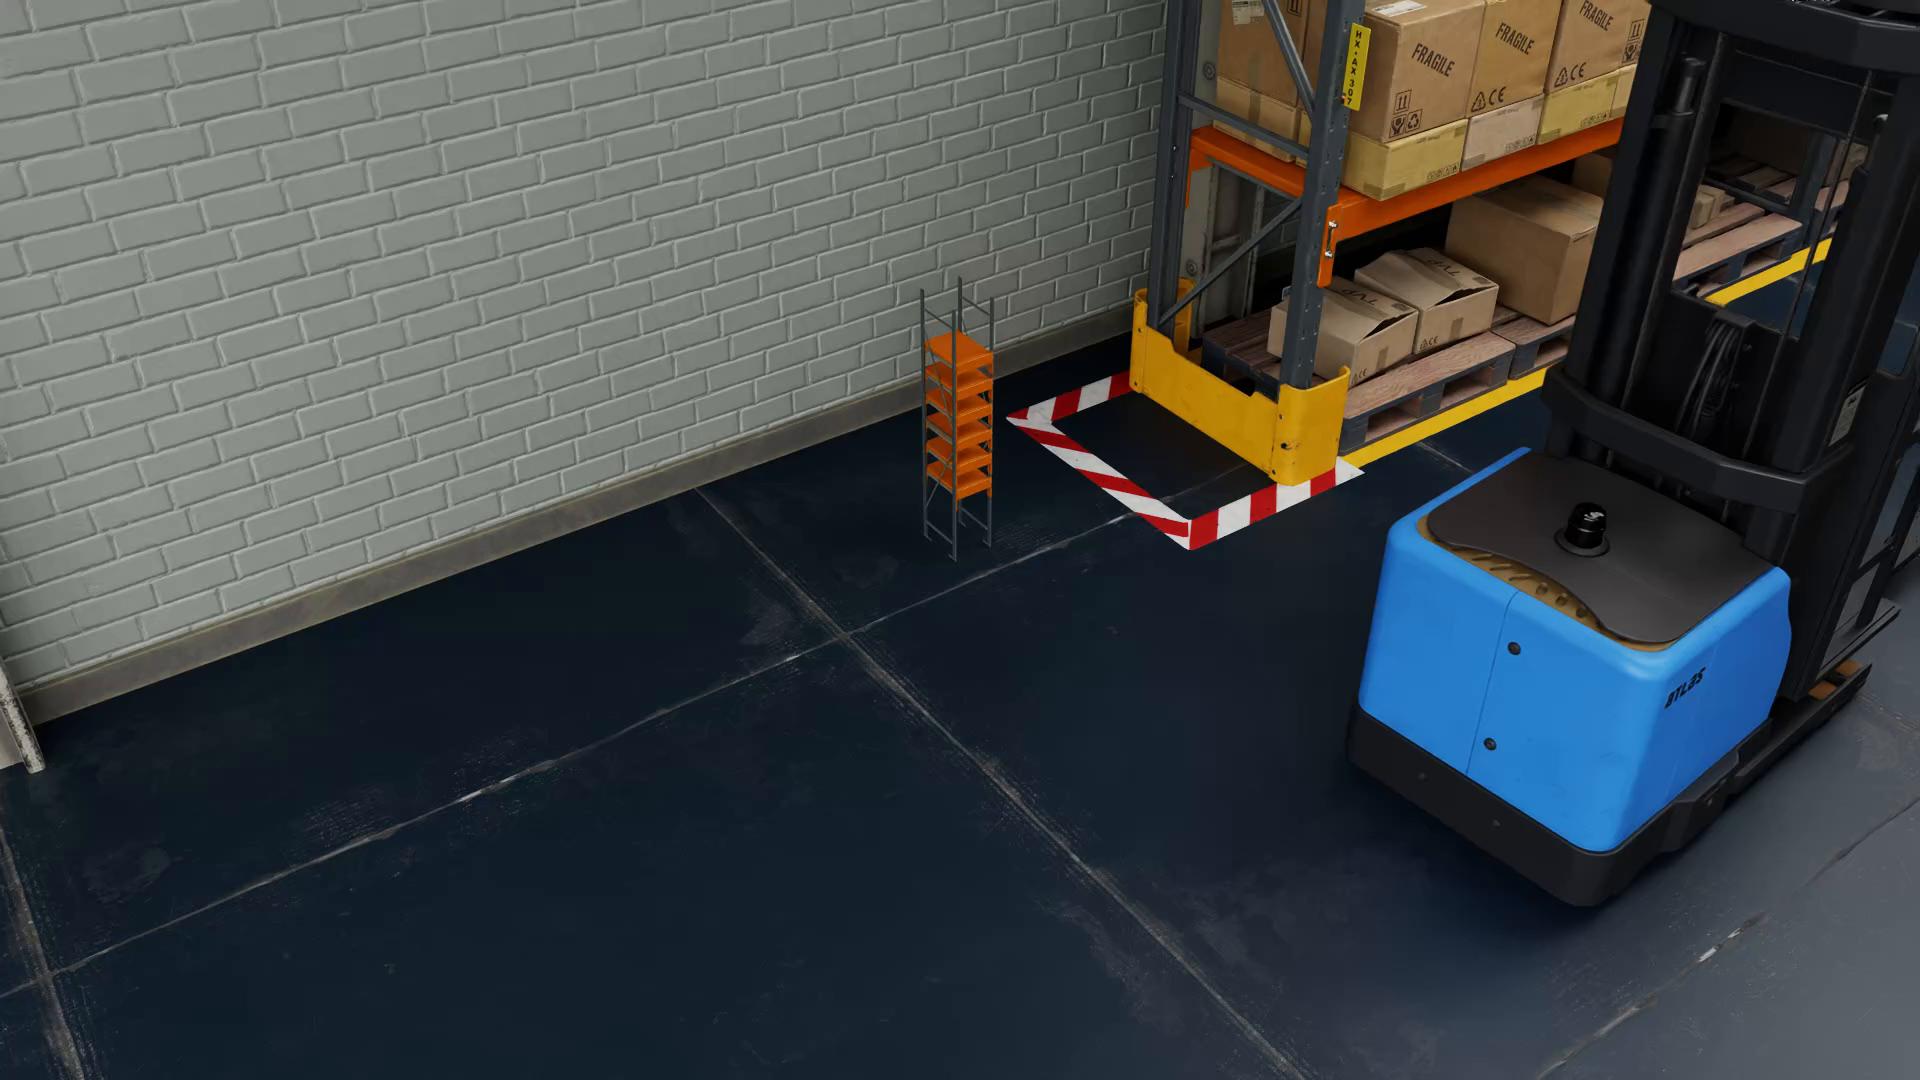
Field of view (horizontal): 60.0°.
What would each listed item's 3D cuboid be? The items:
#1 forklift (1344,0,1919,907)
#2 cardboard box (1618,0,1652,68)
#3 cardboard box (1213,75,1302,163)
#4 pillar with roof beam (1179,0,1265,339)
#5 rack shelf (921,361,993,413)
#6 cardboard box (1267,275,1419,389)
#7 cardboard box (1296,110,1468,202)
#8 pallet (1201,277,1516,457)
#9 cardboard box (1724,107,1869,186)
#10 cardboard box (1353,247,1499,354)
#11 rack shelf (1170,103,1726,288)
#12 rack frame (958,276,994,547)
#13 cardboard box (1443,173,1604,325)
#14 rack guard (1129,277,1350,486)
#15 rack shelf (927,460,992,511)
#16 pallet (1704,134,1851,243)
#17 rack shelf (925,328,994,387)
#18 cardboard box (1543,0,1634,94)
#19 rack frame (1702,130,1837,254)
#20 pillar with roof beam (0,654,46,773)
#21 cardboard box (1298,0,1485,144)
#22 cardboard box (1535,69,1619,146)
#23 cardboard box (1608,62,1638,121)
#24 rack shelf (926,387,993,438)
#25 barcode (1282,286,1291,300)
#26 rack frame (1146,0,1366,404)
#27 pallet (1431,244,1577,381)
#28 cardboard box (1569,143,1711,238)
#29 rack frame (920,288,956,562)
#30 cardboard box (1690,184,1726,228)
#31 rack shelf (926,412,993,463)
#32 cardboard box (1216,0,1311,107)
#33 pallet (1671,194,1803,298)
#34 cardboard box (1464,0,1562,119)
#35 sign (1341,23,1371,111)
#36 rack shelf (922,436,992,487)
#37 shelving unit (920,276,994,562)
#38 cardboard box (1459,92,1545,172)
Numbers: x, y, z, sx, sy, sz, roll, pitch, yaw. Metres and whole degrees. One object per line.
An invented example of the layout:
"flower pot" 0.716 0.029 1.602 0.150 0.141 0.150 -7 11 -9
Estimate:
"forklift" 2.851 -0.709 5.725 3.031 2.935 1.130 -26 43 -32
"cardboard box" 3.049 -2.540 7.682 0.500 0.500 0.500 -21 41 -27
"cardboard box" 1.505 -1.957 7.513 0.500 0.250 0.500 -22 41 -27
"pillar with roof beam" 3.789 -2.789 3.421 0.400 9.000 9.100 -22 41 -28
"rack shelf" -0.012 -0.641 6.779 0.180 0.103 0.258 -22 41 -28
"cardboard box" 1.852 -1.037 8.049 0.500 0.311 0.500 -28 44 -33
"cardboard box" 1.817 -1.720 7.184 0.500 0.250 0.500 -24 42 -29
"pallet" 1.981 -0.910 8.334 1.213 0.211 1.003 -22 41 -28
"cardboard box" 5.097 -2.525 9.956 0.500 0.500 0.700 -21 41 -26
"cardboard box" 2.318 -1.229 8.315 0.500 0.311 0.500 -19 40 -24
"rack shelf" 2.870 -2.141 8.274 4.000 0.370 1.077 -22 41 -28
"rack frame" 0.063 -0.513 6.936 0.006 1.200 0.240 -22 41 -28
"cardboard box" 2.947 -1.528 8.570 0.500 0.500 0.700 -25 43 -31
"rack guard" 1.297 -0.771 7.894 0.348 0.500 1.175 -22 41 -28
"rack shelf" -0.012 -0.251 7.059 0.180 0.103 0.258 -22 41 -28
"pallet" 5.140 -2.236 10.178 1.213 0.211 1.003 -22 41 -28
"rack shelf" -0.012 -0.738 6.709 0.180 0.103 0.258 -22 41 -28
"cardboard box" 2.634 -2.361 7.433 0.500 0.500 0.500 -24 42 -29
"rack frame" 4.504 -3.106 8.999 0.127 3.000 1.000 -22 41 -28
"pillar with roof beam" -1.116 -0.771 0.615 0.400 9.000 9.100 -22 41 -28
"cardboard box" 1.798 -2.029 6.971 0.500 0.500 0.500 -22 41 -28
"cardboard box" 2.653 -2.070 7.670 0.500 0.250 0.500 -23 42 -29
"cardboard box" 3.067 -2.239 7.905 0.500 0.250 0.500 -22 41 -27
"rack shelf" -0.012 -0.544 6.849 0.180 0.103 0.258 -22 41 -28
"barcode" 1.637 -1.238 8.320 0.075 0.075 0.001 -22 41 -28
"rack frame" 1.235 -1.760 7.128 0.127 3.000 1.000 -22 41 -28
"pallet" 2.978 -1.318 8.902 1.213 0.211 1.003 -22 41 -28
"cardboard box" 3.679 -1.901 9.088 0.500 0.500 0.500 -26 43 -31
"rack frame" -0.087 -0.451 6.850 0.006 1.200 0.240 -22 41 -28
"cardboard box" 4.084 -1.940 9.428 0.250 0.166 0.380 -28 44 -33
"rack shelf" -0.012 -0.446 6.919 0.180 0.103 0.258 -22 41 -28
"cardboard box" 1.498 -2.272 7.309 0.500 0.500 0.500 -23 42 -28
"pallet" 3.976 -1.731 9.476 1.213 0.211 1.003 -22 41 -28
"cardboard box" 2.208 -2.190 7.196 0.500 0.500 0.500 -22 41 -28
"sign" 1.548 -1.853 6.516 0.005 0.325 0.100 -22 41 -28
"rack shelf" -0.012 -0.349 6.989 0.180 0.103 0.258 -22 41 -28
"shelving unit" -0.012 -0.482 6.893 0.189 1.200 0.258 -22 41 -28
"cardboard box" 2.233 -1.901 7.436 0.500 0.250 0.500 -24 42 -29
